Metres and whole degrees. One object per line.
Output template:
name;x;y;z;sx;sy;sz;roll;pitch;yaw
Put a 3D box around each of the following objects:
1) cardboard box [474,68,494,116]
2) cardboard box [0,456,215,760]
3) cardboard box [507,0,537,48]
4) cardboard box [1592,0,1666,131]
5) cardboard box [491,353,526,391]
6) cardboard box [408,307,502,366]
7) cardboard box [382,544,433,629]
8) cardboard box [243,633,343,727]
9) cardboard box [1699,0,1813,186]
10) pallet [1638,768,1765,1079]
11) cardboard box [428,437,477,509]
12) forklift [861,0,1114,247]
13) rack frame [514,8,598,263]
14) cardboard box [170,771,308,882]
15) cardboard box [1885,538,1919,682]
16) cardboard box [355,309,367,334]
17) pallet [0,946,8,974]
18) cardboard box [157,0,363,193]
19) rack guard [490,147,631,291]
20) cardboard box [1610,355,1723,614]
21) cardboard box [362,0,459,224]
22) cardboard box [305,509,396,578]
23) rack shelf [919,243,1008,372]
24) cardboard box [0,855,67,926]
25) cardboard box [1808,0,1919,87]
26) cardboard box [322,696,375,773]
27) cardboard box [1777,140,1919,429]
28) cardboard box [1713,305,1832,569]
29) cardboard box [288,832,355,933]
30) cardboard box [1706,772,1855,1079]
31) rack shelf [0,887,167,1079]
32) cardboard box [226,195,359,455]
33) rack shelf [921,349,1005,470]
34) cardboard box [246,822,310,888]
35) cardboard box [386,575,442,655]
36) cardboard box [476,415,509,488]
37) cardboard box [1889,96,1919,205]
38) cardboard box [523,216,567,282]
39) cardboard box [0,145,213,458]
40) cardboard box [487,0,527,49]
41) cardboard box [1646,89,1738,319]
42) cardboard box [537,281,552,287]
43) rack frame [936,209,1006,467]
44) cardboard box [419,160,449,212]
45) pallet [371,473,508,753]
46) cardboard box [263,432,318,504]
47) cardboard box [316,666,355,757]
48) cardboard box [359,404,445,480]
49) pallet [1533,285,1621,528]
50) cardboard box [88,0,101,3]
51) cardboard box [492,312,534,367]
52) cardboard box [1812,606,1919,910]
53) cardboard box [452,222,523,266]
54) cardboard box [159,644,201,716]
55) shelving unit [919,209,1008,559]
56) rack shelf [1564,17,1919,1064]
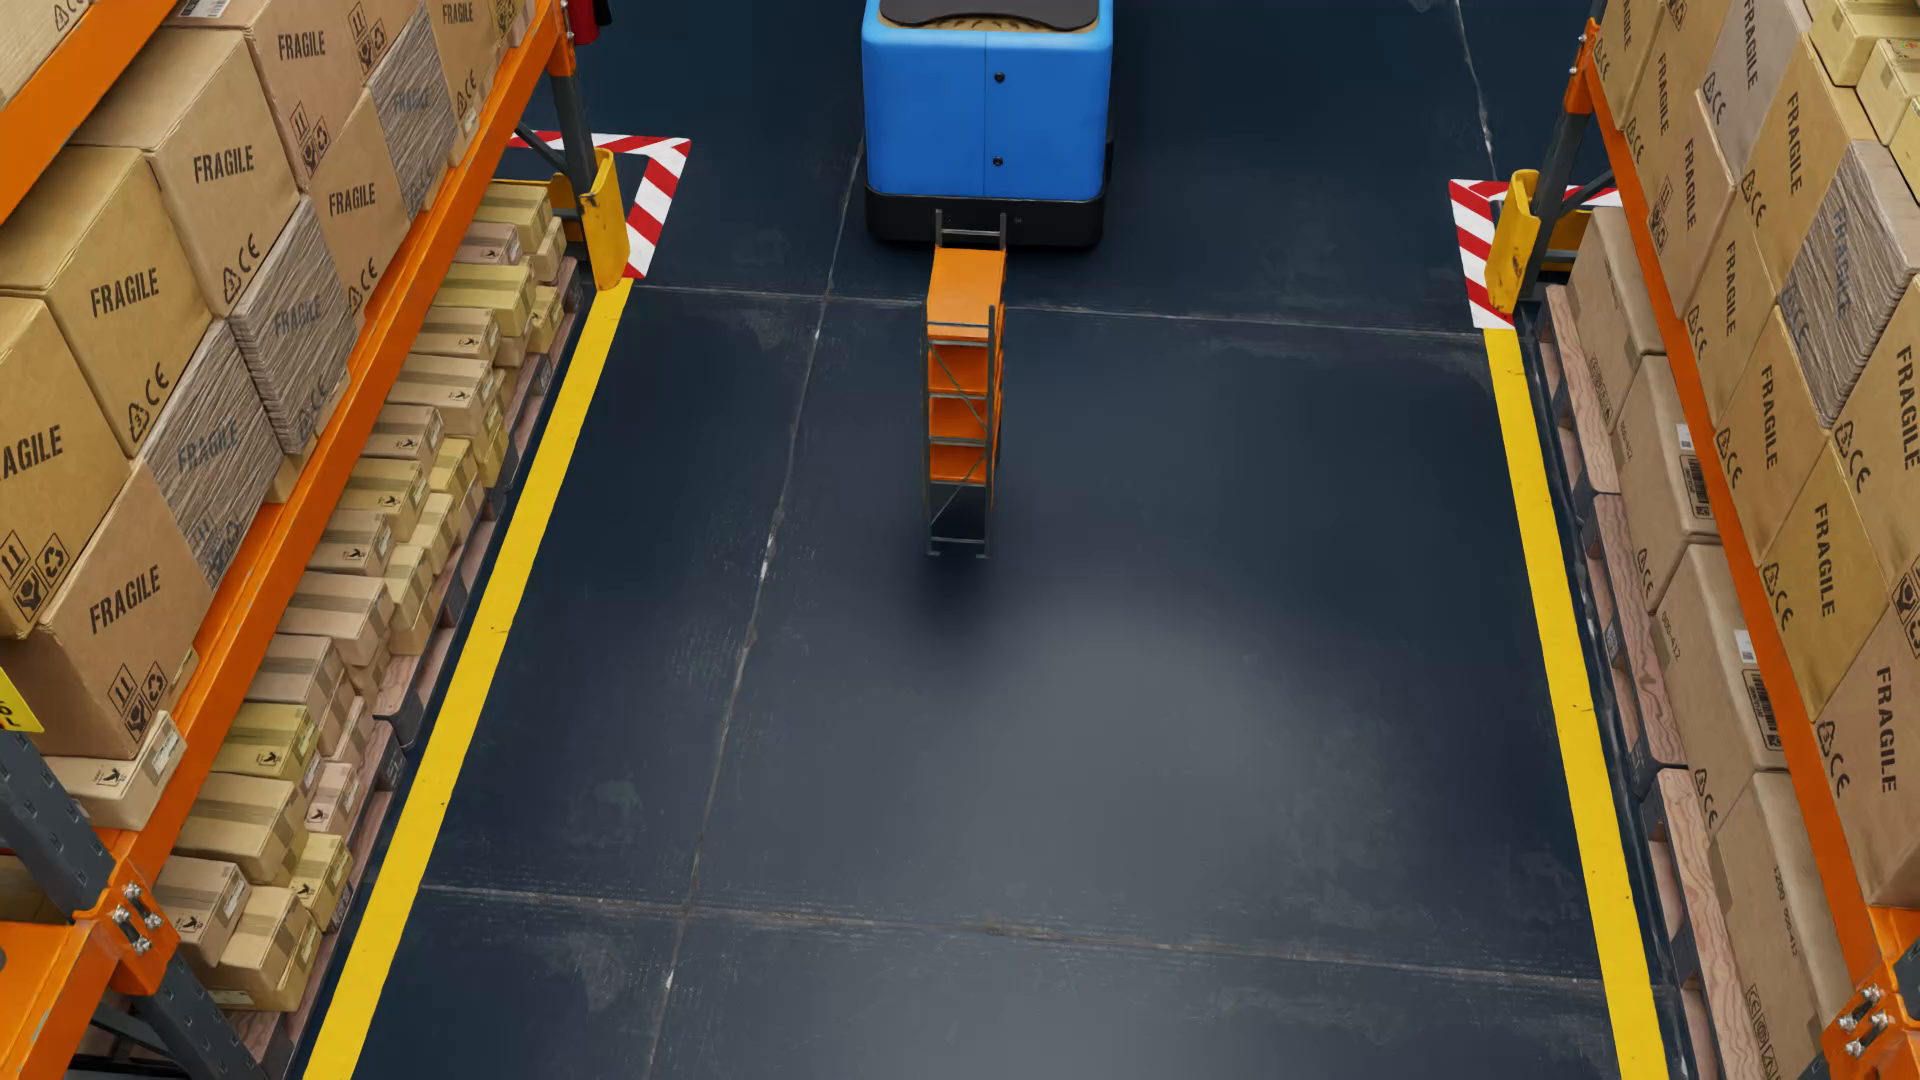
cardboard box;-1.874;-1.606;5.857;0.380;0.149;0.250;3;48;3
cardboard box;-2.126;0.143;3.817;0.500;0.500;0.500;3;48;3
cardboard box;-1.806;-1.972;6.191;0.380;0.149;0.250;4;48;4
cardboard box;2.551;-1.757;5.756;0.500;0.500;0.500;4;48;3
cardboard box;-1.930;-0.710;6.514;0.380;0.149;0.250;4;48;3
cardboard box;-1.917;-0.724;6.124;0.380;0.149;0.250;2;48;2
cardboard box;-1.988;0.146;5.530;0.380;0.149;0.250;4;48;3
cardboard box;-2.125;0.424;5.074;0.380;0.149;0.250;3;48;3
cardboard box;2.474;-1.335;4.693;0.500;0.500;0.500;4;48;3
pallet;2.664;1.270;4.945;1.003;0.211;1.213;4;48;4
cardboard box;-1.943;-0.238;5.880;0.380;0.149;0.250;6;48;5
forklift;0.192;-3.367;7.343;1.130;2.935;3.031;3;48;2
rack frame;-2.058;-2.315;6.335;1.000;3.000;0.127;4;48;4
cardboard box;-2.100;0.806;4.724;0.380;0.149;0.250;6;48;5
cardboard box;2.284;0.146;3.338;0.500;0.500;0.500;4;48;3
cardboard box;-2.021;-0.648;4.980;0.380;0.149;0.250;5;48;5
pallet;-2.637;1.241;3.212;1.003;0.211;1.213;4;48;4
cardboard box;-1.981;-1.290;4.450;0.500;0.500;0.500;2;48;2
rack guard;-2.065;-1.416;7.206;1.175;0.500;0.348;4;48;4
cardboard box;2.845;-0.169;5.823;0.875;0.438;0.875;5;48;5
cardboard box;-1.931;-1.351;5.183;0.500;0.500;0.500;4;48;4
cardboard box;-2.078;0.036;5.428;0.380;0.149;0.250;2;48;2
rack shelf;0.015;-0.792;5.629;0.258;0.148;0.480;4;48;4
cardboard box;-2.649;0.965;4.579;0.380;0.149;0.250;5;48;5
cardboard box;2.390;-1.268;4.192;0.380;0.149;0.250;3;48;3
cardboard box;-2.101;0.627;5.291;0.380;0.149;0.250;3;48;3
cardboard box;2.376;-0.601;4.021;0.500;0.500;0.500;4;48;4
cardboard box;2.377;-0.258;4.385;0.500;0.500;0.500;3;48;3
cardboard box;-2.045;1.003;4.947;0.380;0.149;0.250;5;48;5
cardboard box;2.681;1.152;4.616;0.875;0.438;0.875;3;48;3
rack shelf;-2.604;2.337;2.568;1.077;0.370;4.000;4;48;4
cardboard box;-2.006;-0.589;4.486;0.500;0.500;0.500;3;48;3
rack shelf;0.015;-0.481;5.968;0.258;0.148;0.480;4;48;4
cardboard box;-2.137;0.907;4.833;0.380;0.149;0.250;4;48;4
cardboard box;-1.991;0.242;5.643;0.380;0.149;0.250;3;48;2
cardboard box;-1.901;-0.336;6.172;0.380;0.149;0.250;2;48;2
cardboard box;2.407;-0.890;3.847;0.380;0.149;0.250;3;48;3
cardboard box;-1.822;-1.188;6.750;0.380;0.149;0.250;3;48;2
cardboard box;-2.106;-0.545;3.768;0.500;0.500;0.500;3;48;2
cardboard box;-1.842;-2.102;5.870;0.500;0.500;0.500;5;48;4
cardboard box;2.469;-1.011;5.074;0.500;0.500;0.500;4;48;3
cardboard box;-1.898;-1.094;6.865;0.380;0.149;0.250;5;48;4
rack frame;0.037;-0.706;6.083;0.240;1.200;0.015;4;48;4
cardboard box;-1.927;-1.226;5.508;0.380;0.149;0.250;2;48;2
pallet;-2.288;0.170;5.951;1.003;0.211;1.213;4;48;4
cardboard box;-2.030;-0.252;4.618;0.380;0.149;0.250;5;48;4
cardboard box;-2.123;0.528;5.180;0.380;0.149;0.250;2;48;2
cardboard box;-2.021;-0.337;5.769;0.380;0.149;0.250;2;48;2
pallet;2.886;-0.523;6.585;1.003;0.211;1.213;4;48;4
cardboard box;-2.014;-1.410;3.576;0.500;0.250;0.500;6;48;5
cardboard box;-1.867;-0.806;6.400;0.380;0.149;0.250;2;48;2
cardboard box;2.304;0.491;3.700;0.500;0.500;0.500;4;48;4
cardboard box;-1.934;-1.109;6.476;0.380;0.149;0.250;5;48;4
cardboard box;-2.121;0.328;4.088;0.380;0.149;0.250;5;48;5
shelving unit;0.015;-0.527;5.919;0.258;1.200;0.503;4;48;4
rack shelf;2.699;-0.344;5.020;1.077;0.370;4.000;4;48;4
